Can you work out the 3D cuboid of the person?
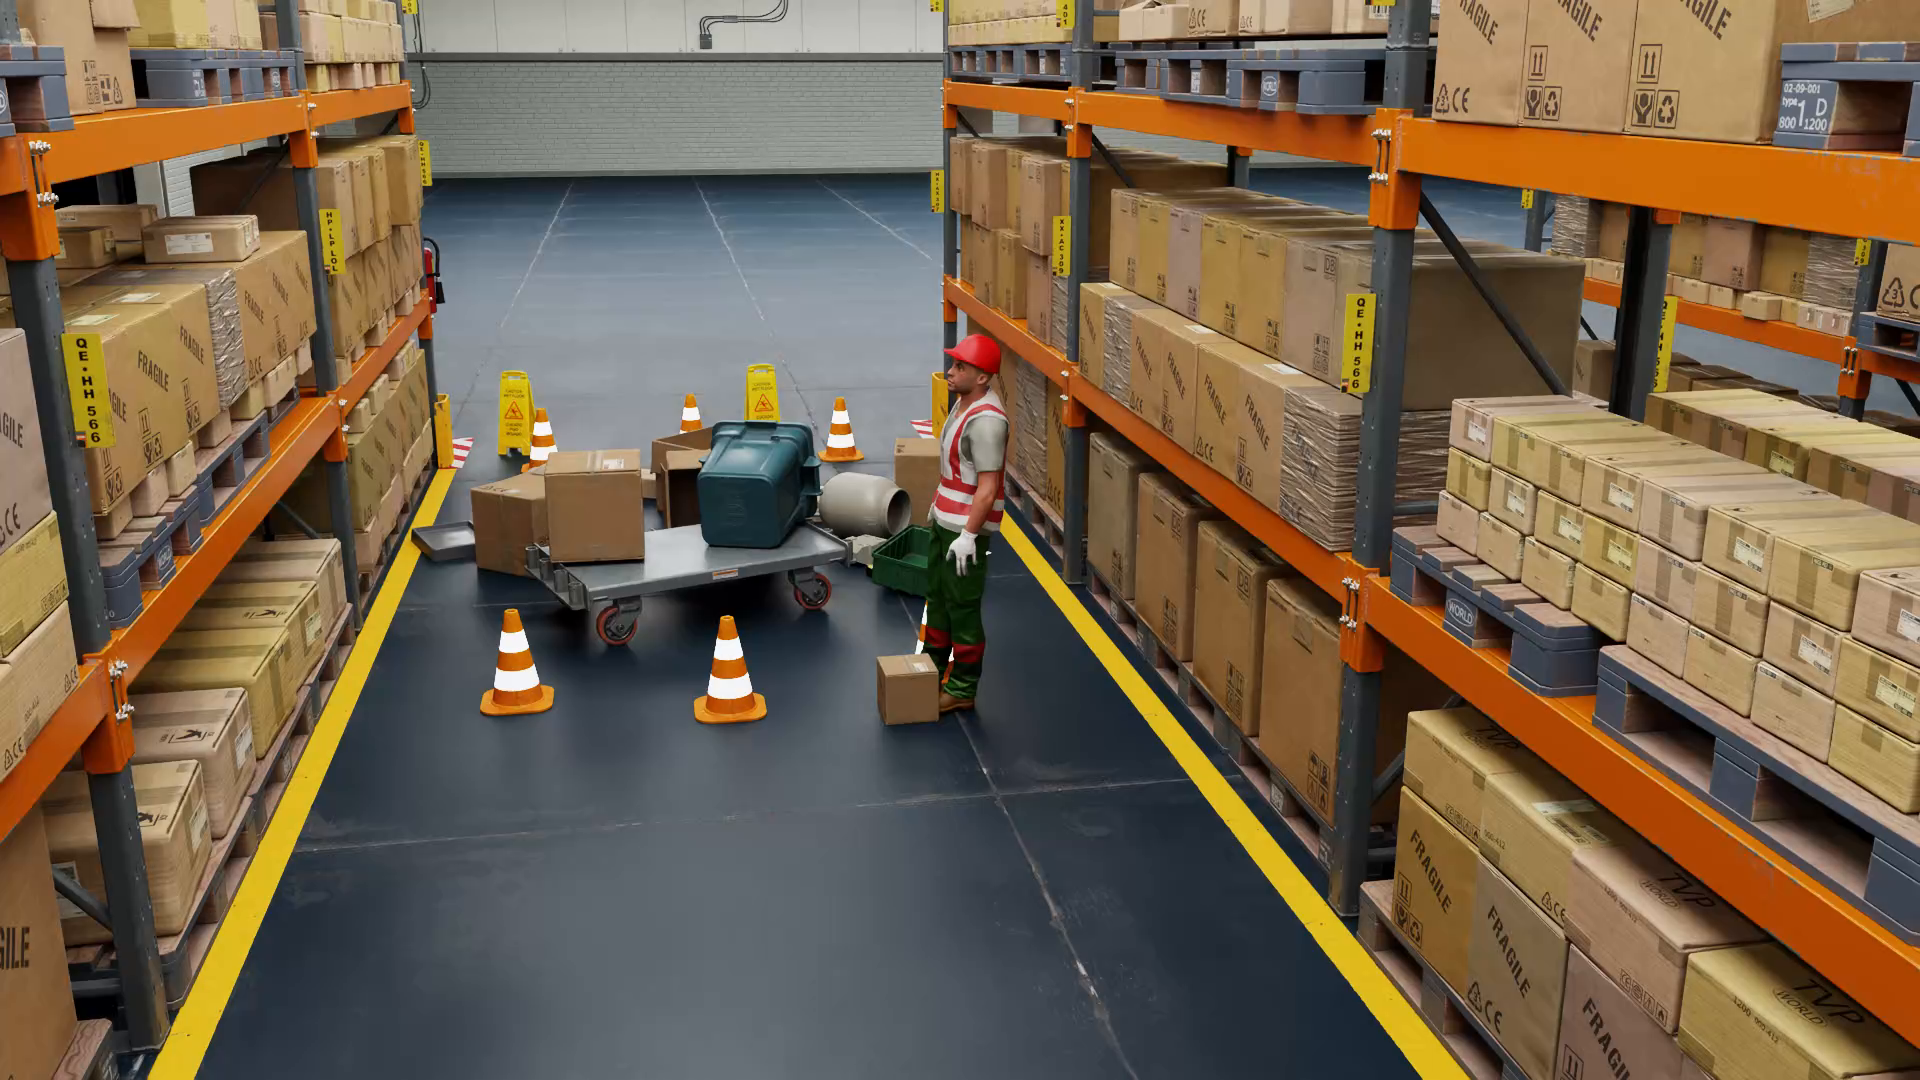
[{"bbox_3d":[-0.066,-0.066,7.682,0.562,1.790,0.637,-3,16,-10],"label":"person"}]
